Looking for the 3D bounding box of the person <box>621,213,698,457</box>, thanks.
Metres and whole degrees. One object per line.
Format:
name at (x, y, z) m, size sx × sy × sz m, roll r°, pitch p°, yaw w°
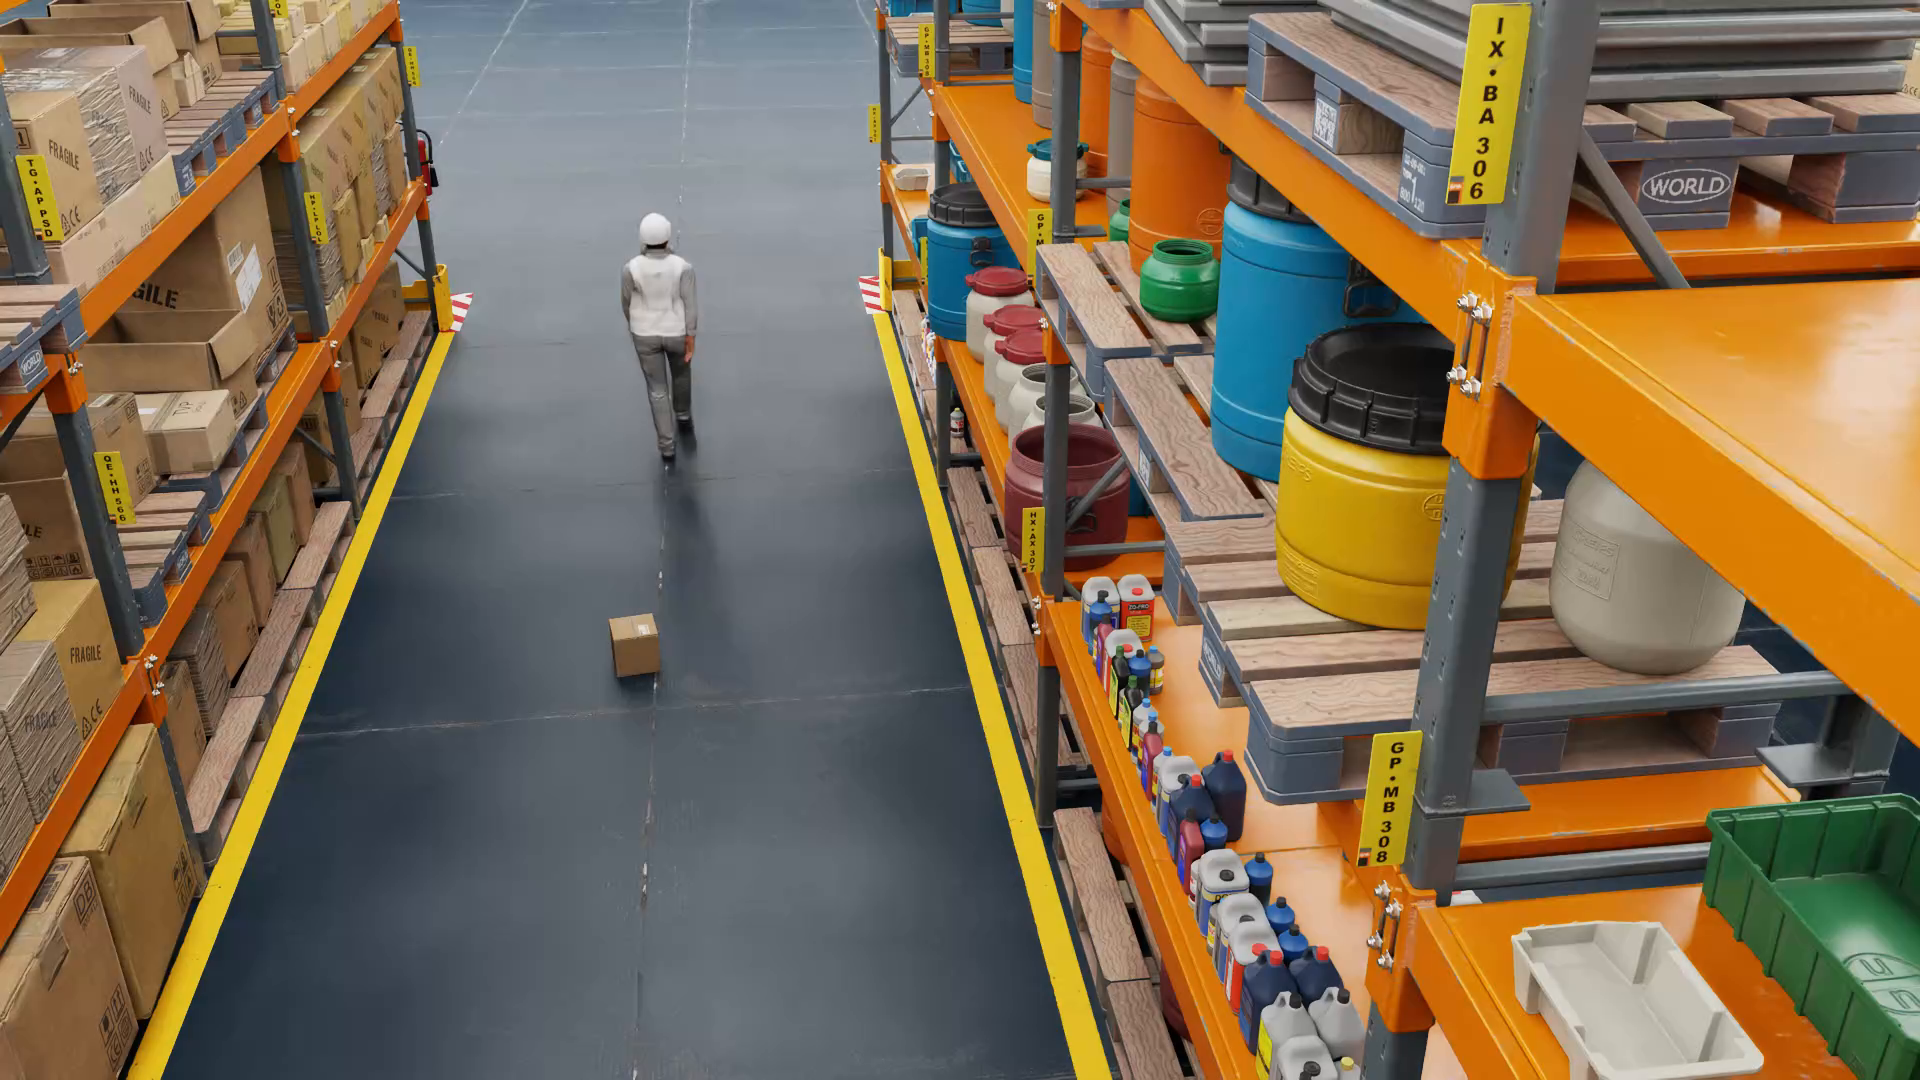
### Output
person at (-2.182, -1.566, 12.124) m, size 0.536 × 1.730 × 0.950 m, roll -6°, pitch 28°, yaw -12°
